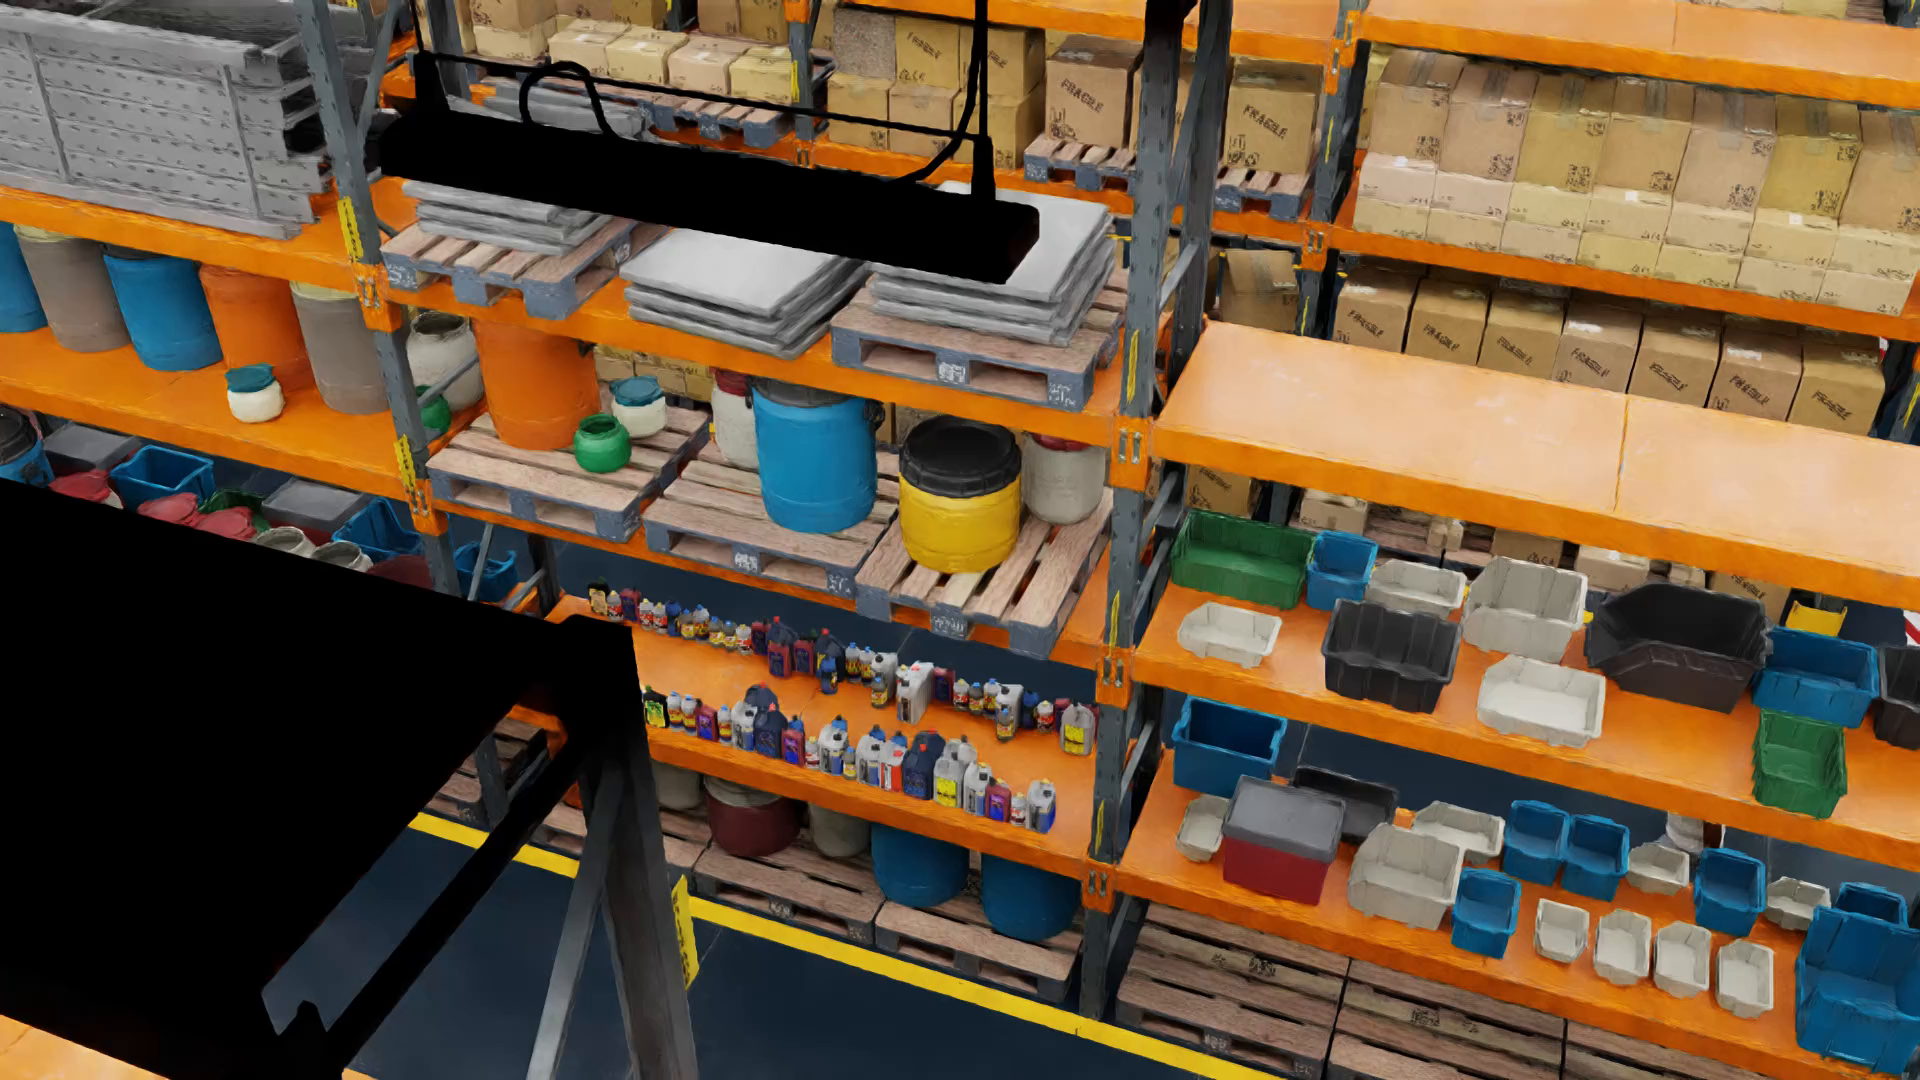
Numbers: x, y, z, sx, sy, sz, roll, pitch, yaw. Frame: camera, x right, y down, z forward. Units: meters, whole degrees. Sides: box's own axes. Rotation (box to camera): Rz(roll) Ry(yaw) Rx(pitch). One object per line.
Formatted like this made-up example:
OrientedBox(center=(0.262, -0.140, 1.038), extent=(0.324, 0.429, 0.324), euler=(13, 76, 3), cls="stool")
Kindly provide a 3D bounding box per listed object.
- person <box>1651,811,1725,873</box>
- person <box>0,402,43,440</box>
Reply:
OrientedBox(center=(4.233, 1.649, 9.731), extent=(1.121, 1.687, 0.577), euler=(14, 39, 19), cls="person")
OrientedBox(center=(-7.961, -1.221, 13.684), extent=(1.110, 1.586, 0.448), euler=(14, 39, 18), cls="person")
